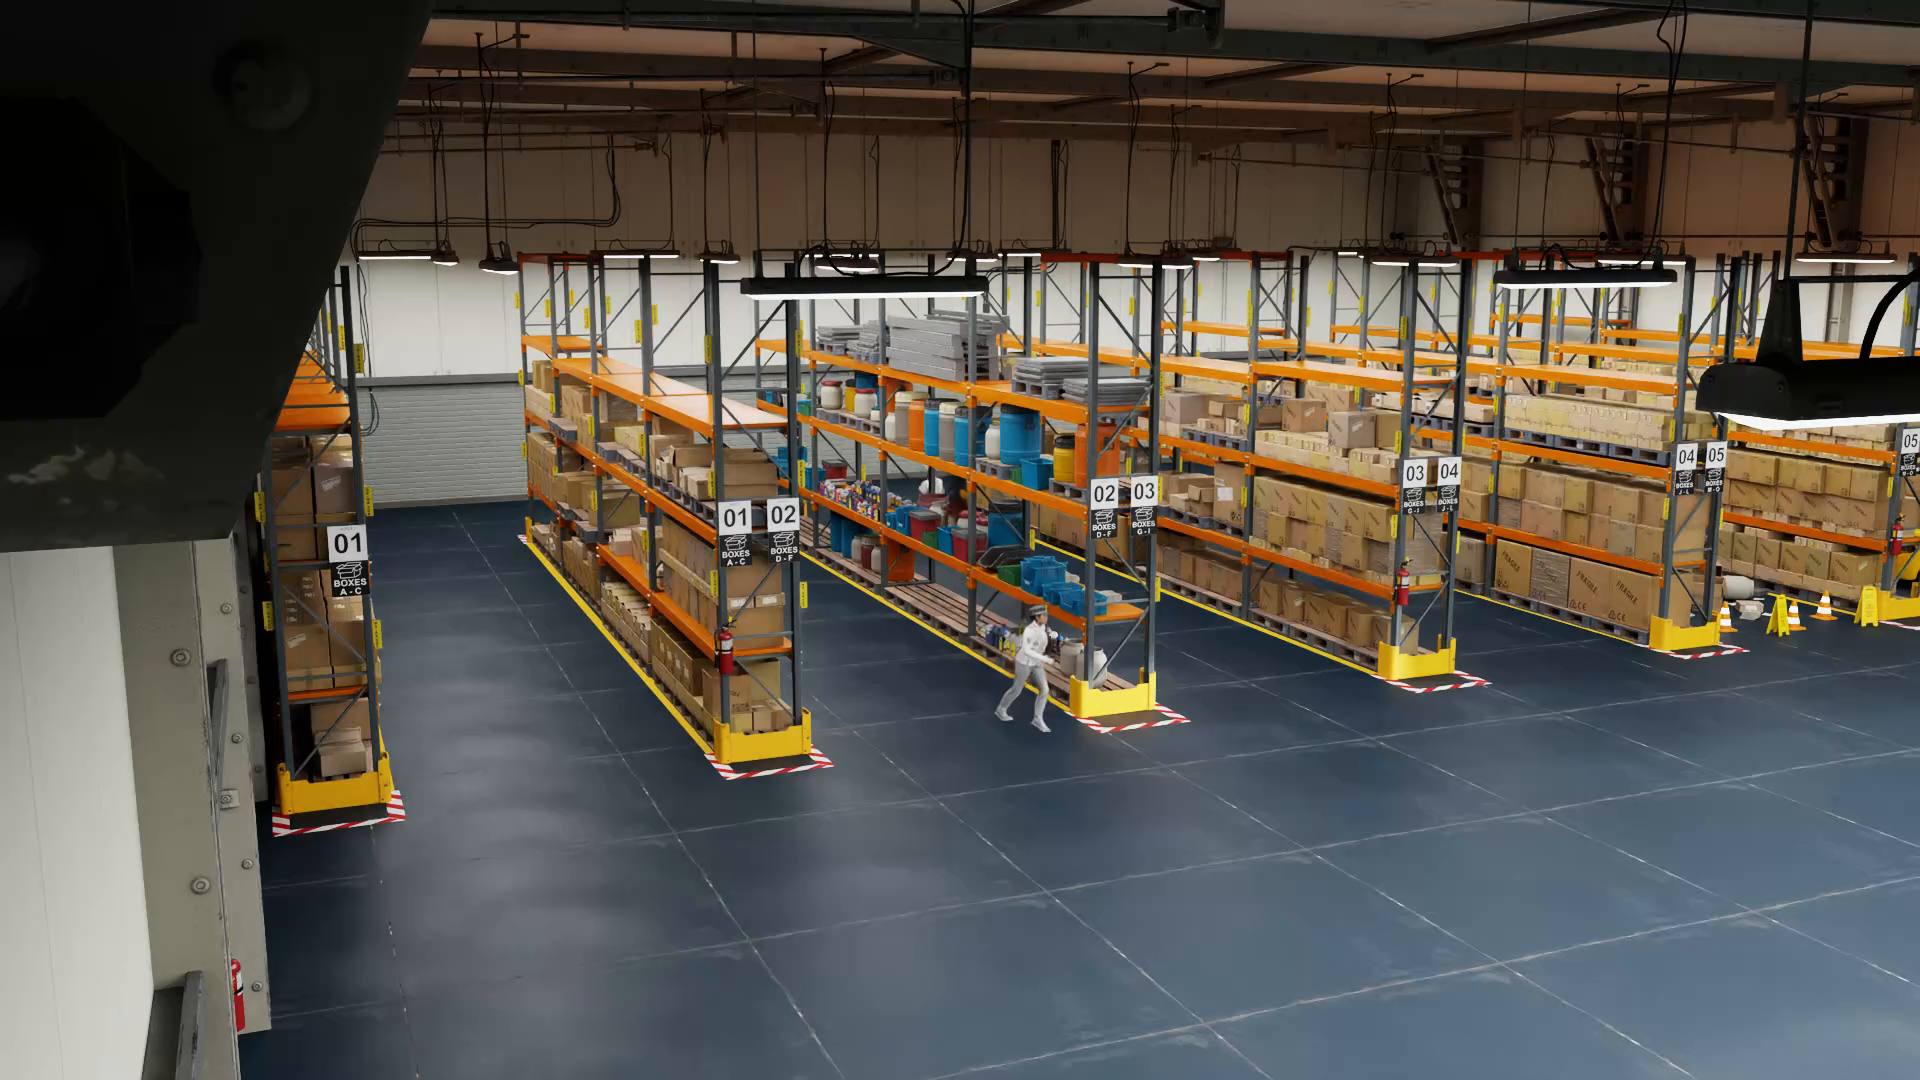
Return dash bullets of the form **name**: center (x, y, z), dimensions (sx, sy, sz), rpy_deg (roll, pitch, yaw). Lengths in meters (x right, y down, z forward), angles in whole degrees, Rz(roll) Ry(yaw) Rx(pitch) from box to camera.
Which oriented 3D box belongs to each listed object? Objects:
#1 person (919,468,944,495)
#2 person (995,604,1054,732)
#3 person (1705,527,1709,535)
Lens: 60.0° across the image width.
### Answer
- **person**: center (-0.526, -0.609, 33.324), dimensions (0.695, 1.763, 0.993), rpy_deg (-7, 13, -34)
- **person**: center (0.872, 1.634, 21.619), dimensions (0.846, 1.691, 0.593), rpy_deg (8, 13, 37)
- **person**: center (15.345, -0.606, 33.815), dimensions (0.545, 1.639, 0.603), rpy_deg (-7, 12, -33)
